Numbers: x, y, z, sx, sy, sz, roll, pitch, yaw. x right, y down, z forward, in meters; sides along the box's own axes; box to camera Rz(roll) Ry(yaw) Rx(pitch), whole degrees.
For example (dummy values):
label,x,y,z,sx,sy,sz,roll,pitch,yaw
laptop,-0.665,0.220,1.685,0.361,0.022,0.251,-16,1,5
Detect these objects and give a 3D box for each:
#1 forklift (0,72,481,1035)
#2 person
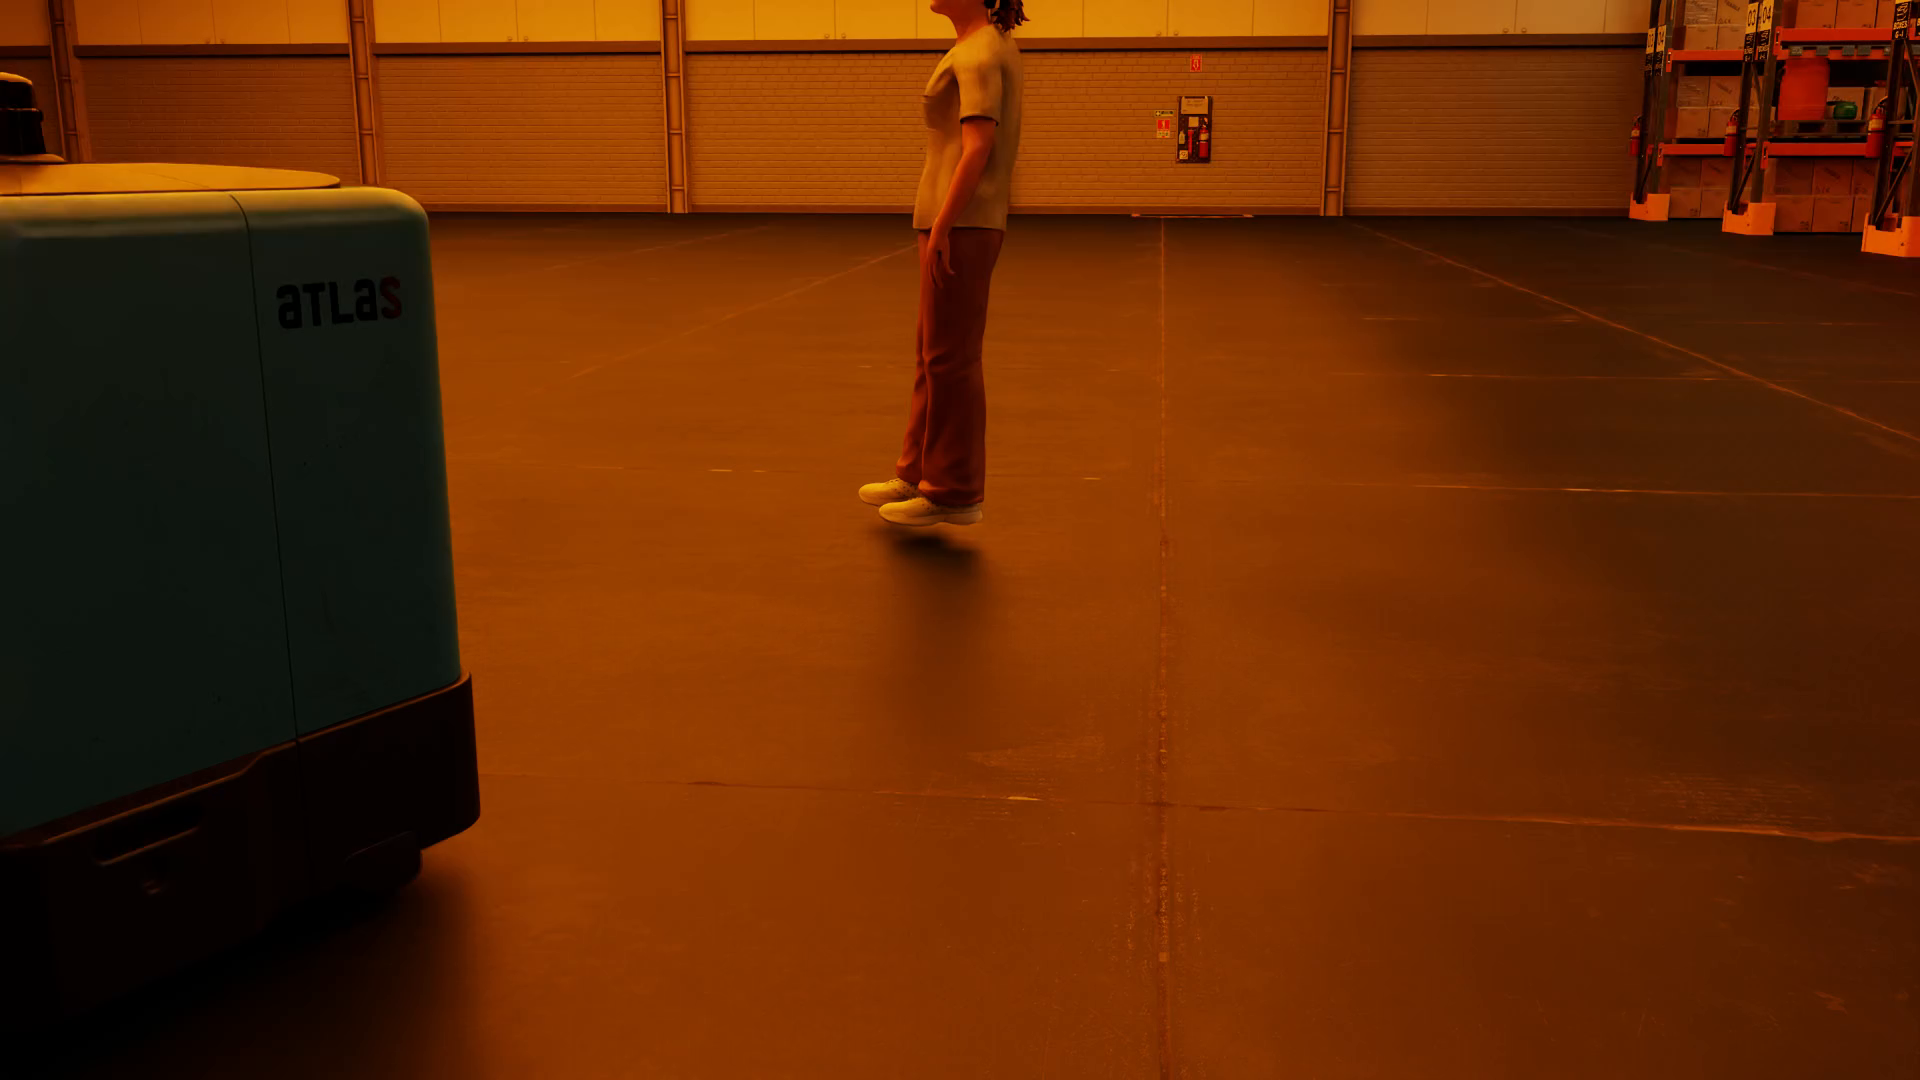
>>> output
label,x,y,z,sx,sy,sz,roll,pitch,yaw
forklift,-1.983,-0.681,1.423,1.130,2.935,3.031,8,15,31
person,-0.080,-0.867,4.765,0.531,1.673,0.554,2,13,7
